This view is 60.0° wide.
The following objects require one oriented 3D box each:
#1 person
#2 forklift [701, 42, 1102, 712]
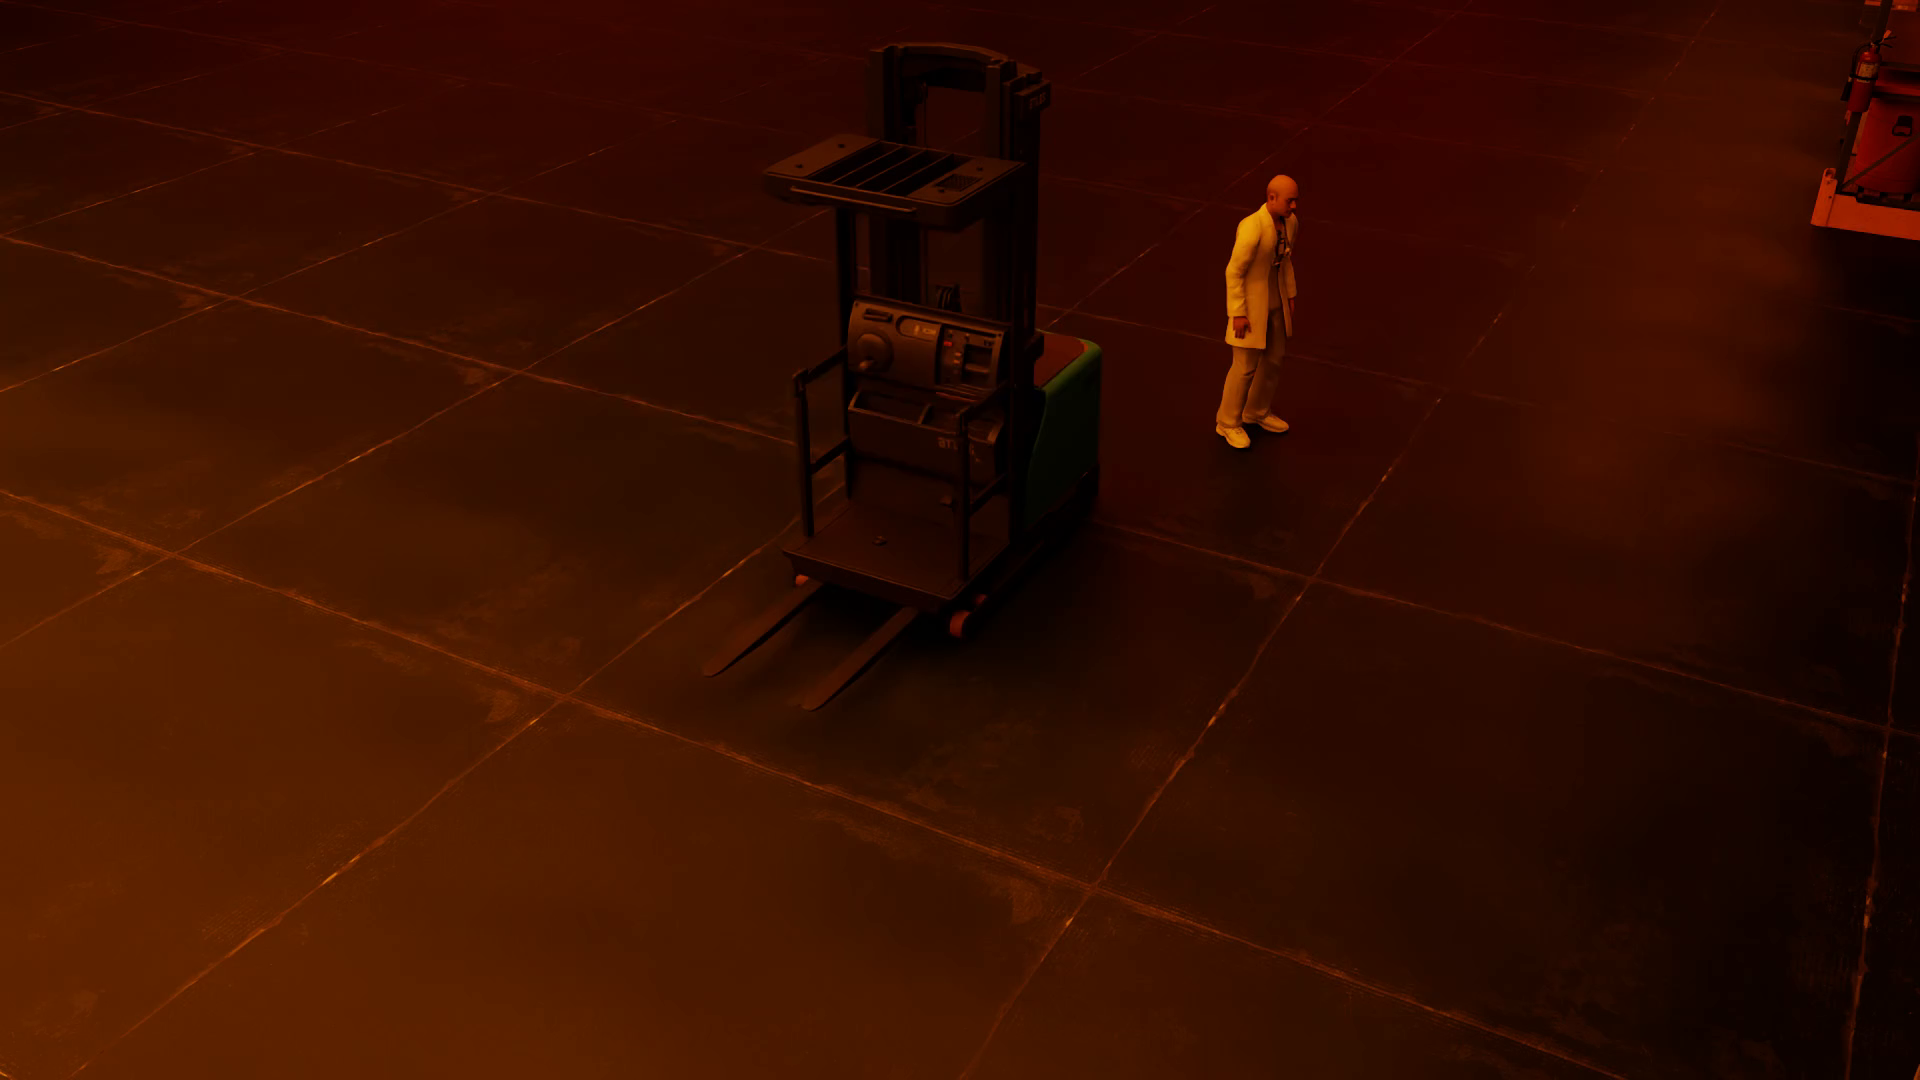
[{"bbox_3d":[1.976,-1.520,10.863,0.648,1.772,0.431,-24,38,-35],"label":"person"},{"bbox_3d":[-0.290,-0.985,8.777,1.130,2.935,3.031,15,33,25],"label":"forklift"}]
